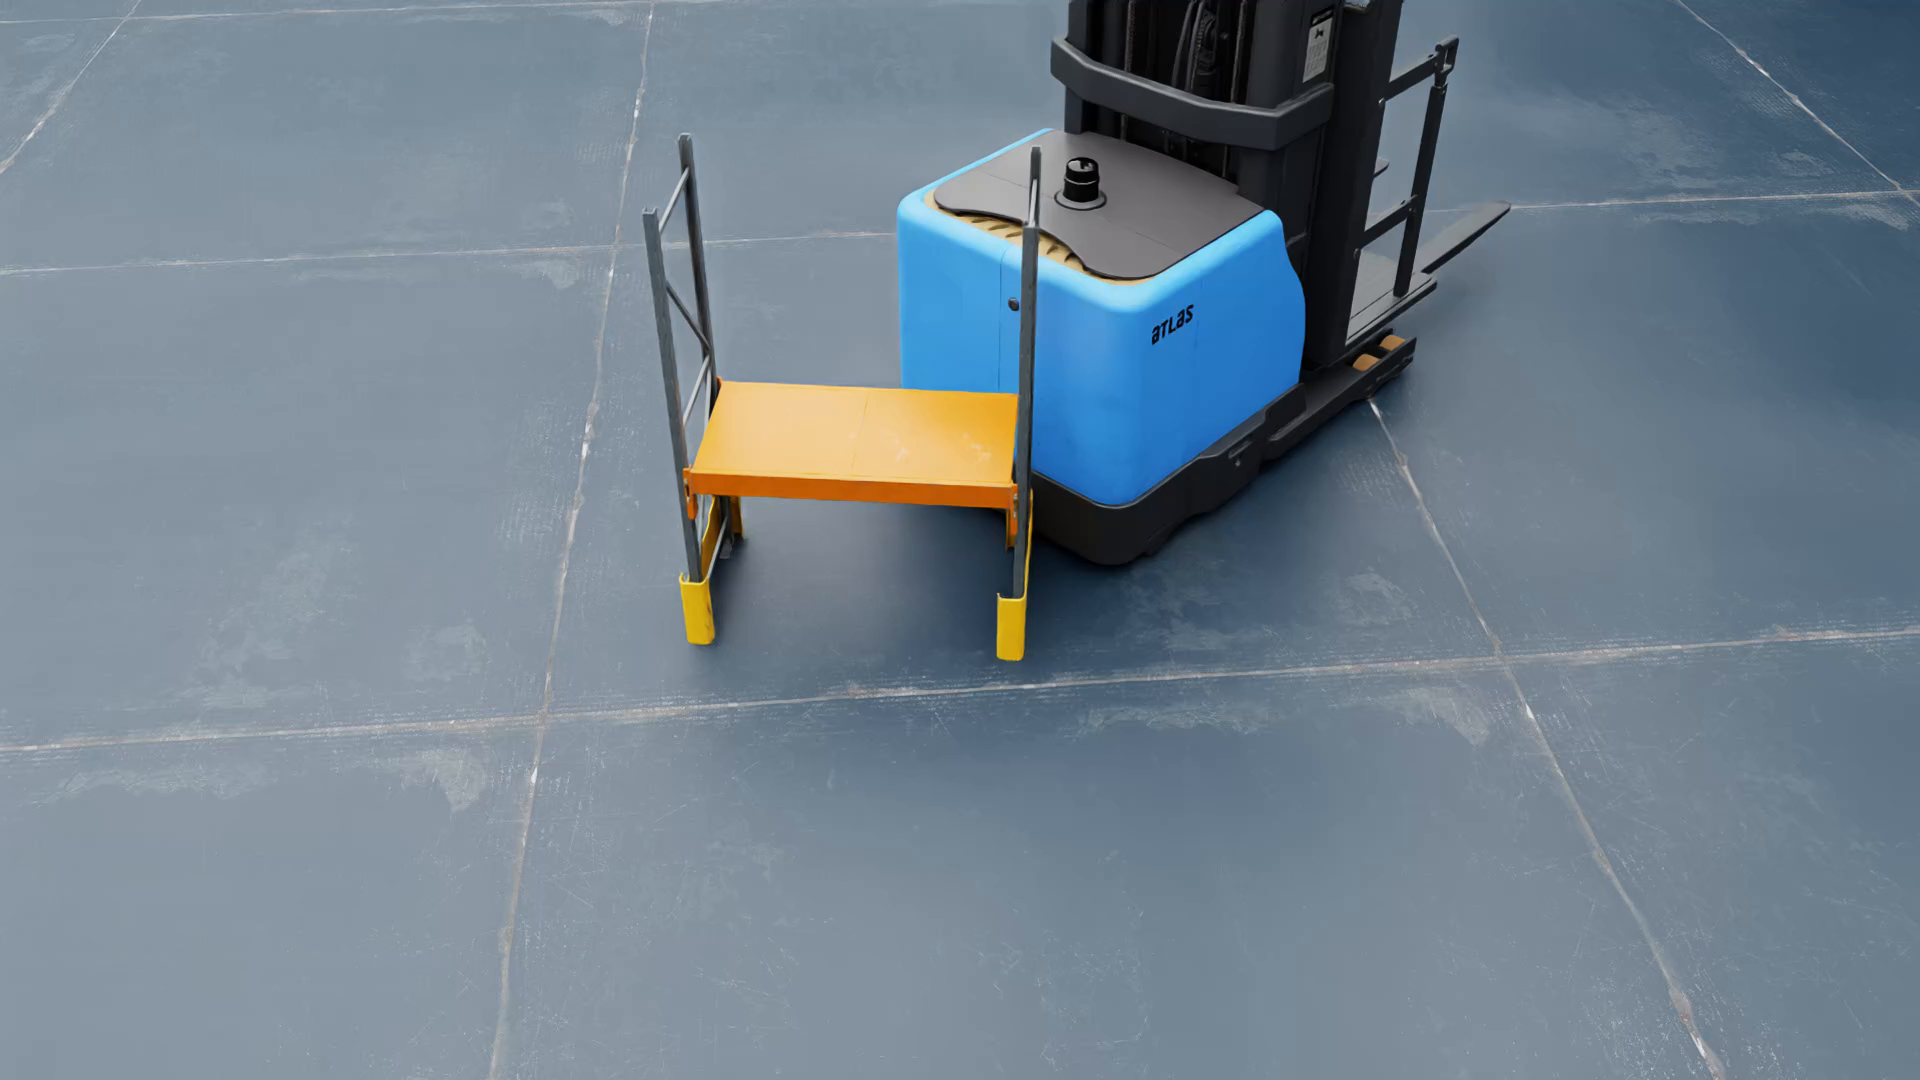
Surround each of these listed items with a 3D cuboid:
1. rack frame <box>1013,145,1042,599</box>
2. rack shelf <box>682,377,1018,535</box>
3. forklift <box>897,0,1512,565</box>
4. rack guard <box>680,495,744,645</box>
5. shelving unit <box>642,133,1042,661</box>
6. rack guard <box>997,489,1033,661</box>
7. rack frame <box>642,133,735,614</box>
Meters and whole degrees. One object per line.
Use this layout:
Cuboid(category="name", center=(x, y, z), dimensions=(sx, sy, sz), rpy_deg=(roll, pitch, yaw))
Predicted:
Cuboid(category="rack frame", center=(0.199, -0.387, 5.029), dimensions=(0.032, 1.500, 0.500), rpy_deg=(3, 38, 4))
Cuboid(category="rack shelf", center=(-0.307, -0.270, 5.172), dimensions=(1.000, 0.185, 0.538), rpy_deg=(3, 38, 4))
Cuboid(category="forklift", center=(1.142, -1.893, 5.783), dimensions=(1.130, 2.935, 3.031), rpy_deg=(29, 47, 32))
Cuboid(category="rack guard", center=(-0.813, 0.054, 5.479), dimensions=(0.087, 0.250, 0.587), rpy_deg=(3, 38, 4))
Cuboid(category="shelving unit", center=(-0.316, -0.412, 5.061), dimensions=(1.083, 1.500, 0.587), rpy_deg=(3, 38, 4))
Cuboid(category="rack guard", center=(0.180, 0.103, 5.418), dimensions=(0.087, 0.250, 0.587), rpy_deg=(3, 38, 4))
Cuboid(category="rack frame", center=(-0.814, -0.436, 5.092), dimensions=(0.032, 1.500, 0.500), rpy_deg=(3, 38, 4))
